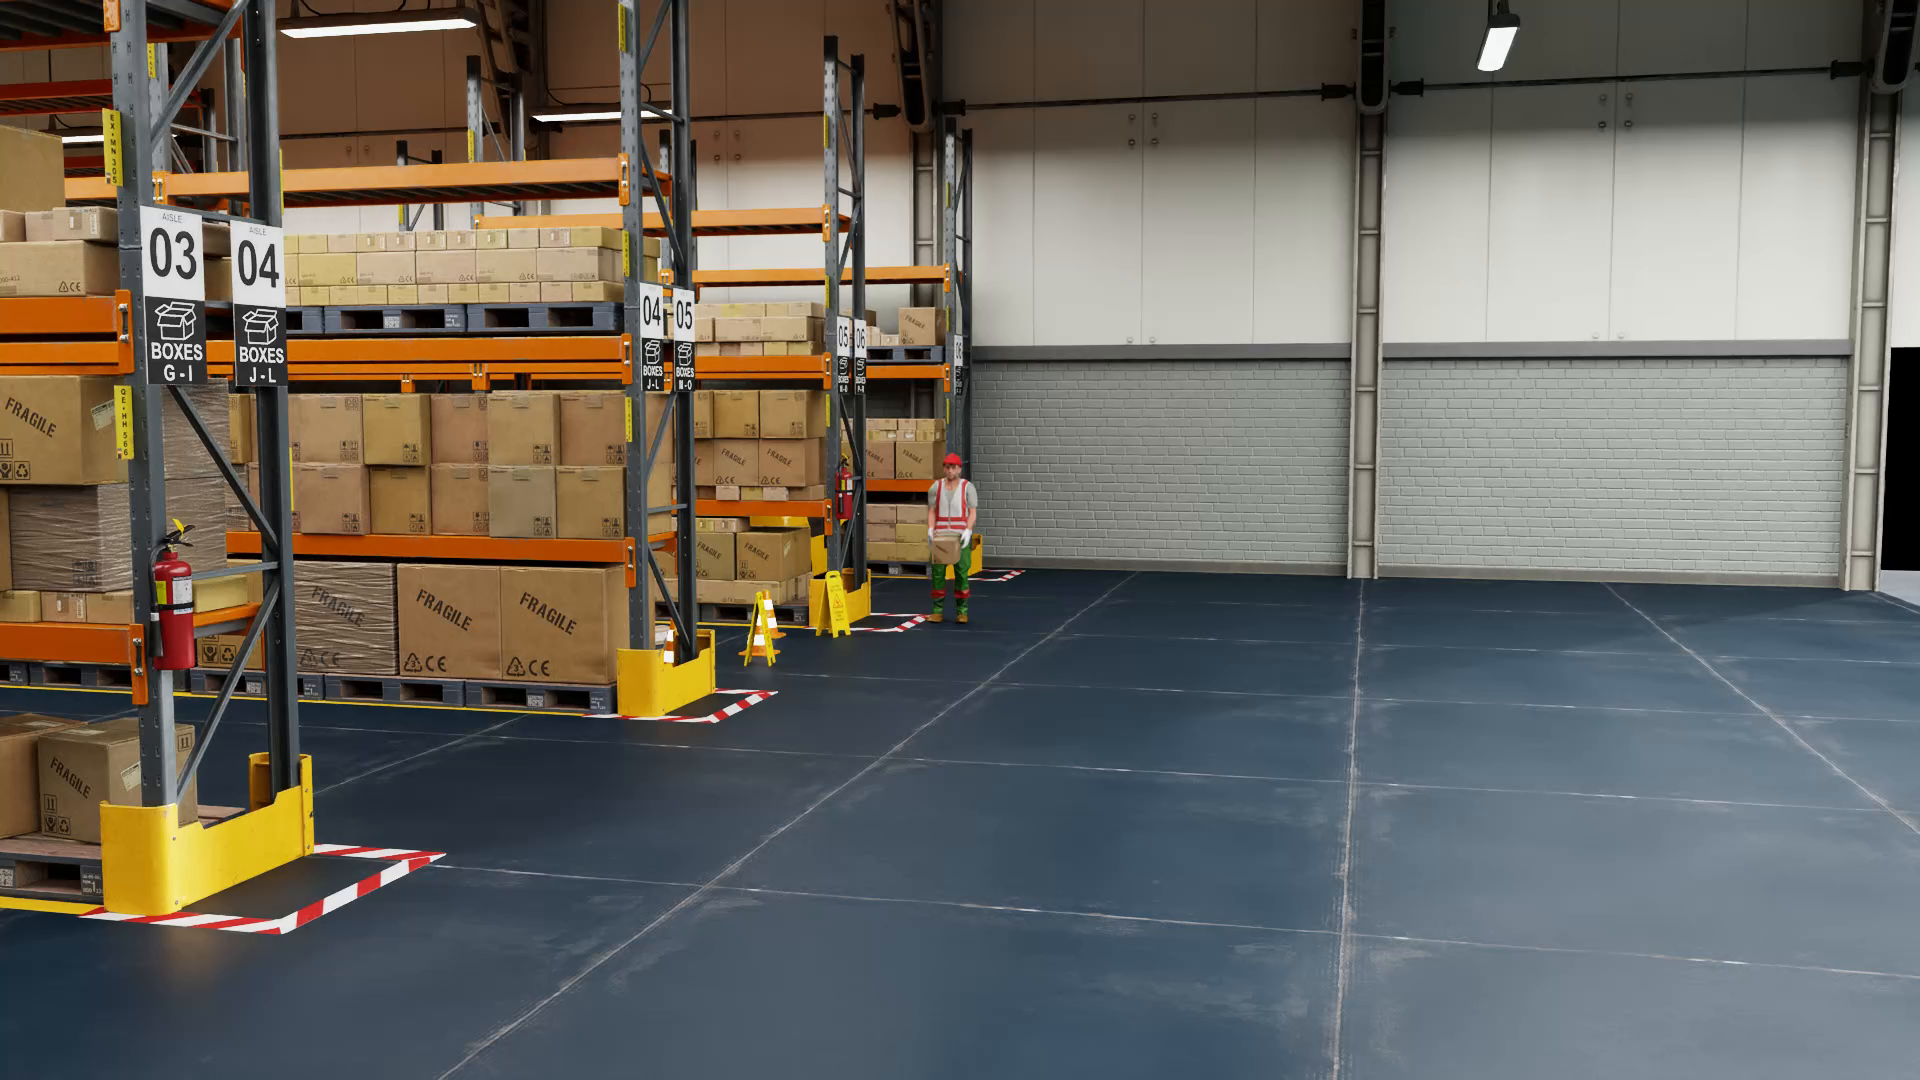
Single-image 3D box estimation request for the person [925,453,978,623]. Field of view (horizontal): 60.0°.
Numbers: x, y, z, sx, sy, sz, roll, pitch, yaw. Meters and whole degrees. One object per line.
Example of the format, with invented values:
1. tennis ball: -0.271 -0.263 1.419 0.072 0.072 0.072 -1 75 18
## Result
1. person: -0.091 -0.021 17.560 0.537 1.791 0.449 1 5 13
